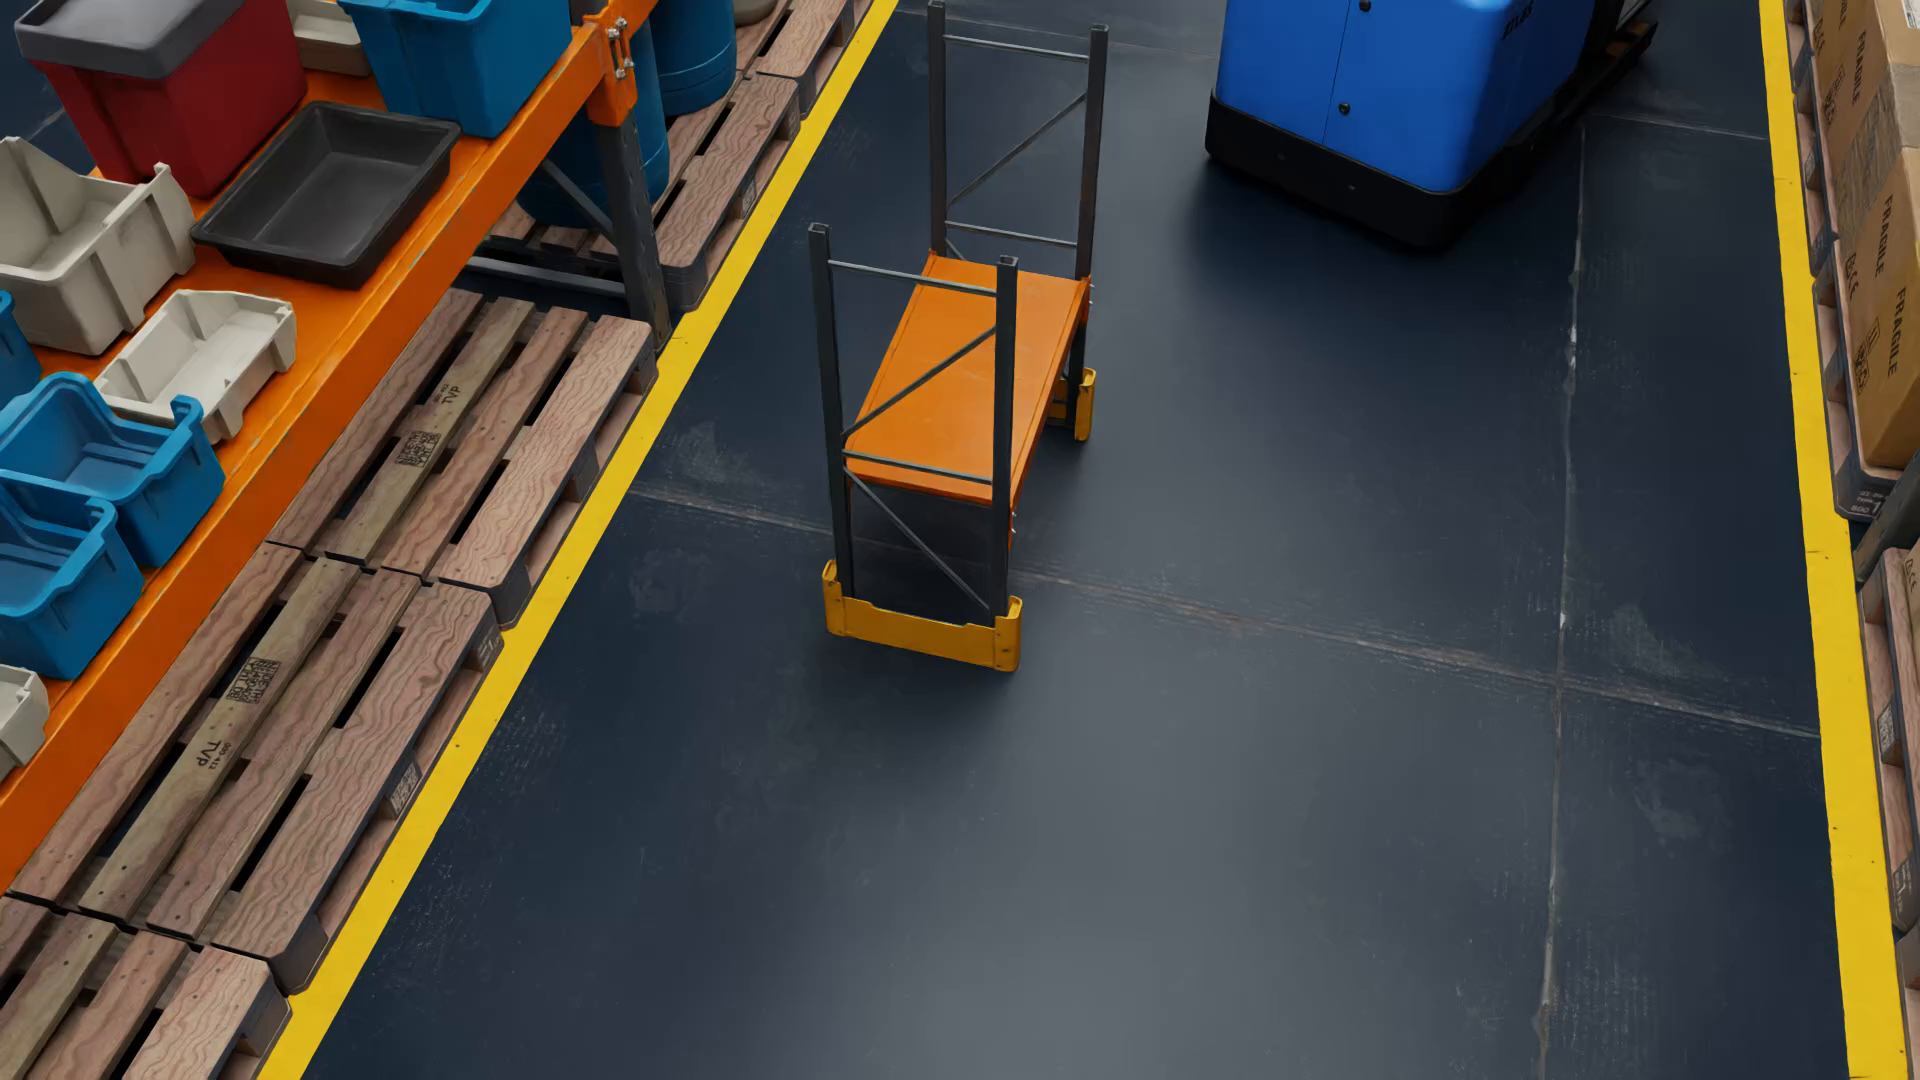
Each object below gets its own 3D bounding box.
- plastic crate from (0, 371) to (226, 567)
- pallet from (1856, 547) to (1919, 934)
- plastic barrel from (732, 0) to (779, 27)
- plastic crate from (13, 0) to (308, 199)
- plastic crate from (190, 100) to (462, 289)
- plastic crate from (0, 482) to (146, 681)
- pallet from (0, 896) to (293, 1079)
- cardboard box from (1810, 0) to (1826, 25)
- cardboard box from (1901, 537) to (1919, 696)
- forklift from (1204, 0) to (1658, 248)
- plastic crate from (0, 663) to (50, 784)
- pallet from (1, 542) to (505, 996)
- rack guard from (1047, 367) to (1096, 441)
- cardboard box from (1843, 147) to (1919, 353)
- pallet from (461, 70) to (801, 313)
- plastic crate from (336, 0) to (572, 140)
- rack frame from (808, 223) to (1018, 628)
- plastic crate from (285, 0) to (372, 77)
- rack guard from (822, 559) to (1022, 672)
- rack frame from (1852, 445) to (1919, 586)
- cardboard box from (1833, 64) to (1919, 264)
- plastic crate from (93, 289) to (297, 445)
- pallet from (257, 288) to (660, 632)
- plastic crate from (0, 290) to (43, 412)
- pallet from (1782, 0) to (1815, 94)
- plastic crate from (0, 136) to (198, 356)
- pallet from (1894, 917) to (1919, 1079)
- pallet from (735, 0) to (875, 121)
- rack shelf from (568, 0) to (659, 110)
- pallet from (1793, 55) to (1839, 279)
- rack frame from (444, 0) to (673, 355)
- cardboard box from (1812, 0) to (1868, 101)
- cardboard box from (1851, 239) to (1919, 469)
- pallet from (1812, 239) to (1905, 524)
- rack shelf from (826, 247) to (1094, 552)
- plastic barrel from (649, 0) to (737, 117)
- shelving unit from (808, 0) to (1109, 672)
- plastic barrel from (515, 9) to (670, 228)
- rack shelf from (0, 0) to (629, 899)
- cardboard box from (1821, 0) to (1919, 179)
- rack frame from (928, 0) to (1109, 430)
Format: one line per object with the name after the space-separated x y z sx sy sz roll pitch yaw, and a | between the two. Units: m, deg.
-1.762 -0.138 3.443 0.416 0.233 0.300 12 50 10 | plastic crate
3.078 0.615 4.566 1.003 0.211 1.213 12 50 10 | pallet
-0.937 -2.393 6.741 0.421 0.512 0.421 0 49 0 | plastic barrel
-1.995 -1.229 4.251 0.402 0.464 0.583 12 50 10 | plastic crate
-1.553 -0.850 4.143 0.437 0.125 0.590 12 50 10 | plastic crate
-1.841 0.079 3.252 0.416 0.233 0.300 12 50 10 | plastic crate
-2.316 1.443 3.836 1.003 0.211 1.213 12 50 10 | pallet
3.785 -2.363 6.709 0.500 0.500 0.500 10 49 9 | cardboard box
2.941 0.201 4.572 0.500 0.311 0.500 12 50 10 | cardboard box
2.272 -3.093 6.025 1.130 2.935 3.031 31 55 24 | forklift
-1.845 0.357 3.070 0.250 0.136 0.298 12 50 10 | plastic crate
-1.993 0.563 4.612 1.003 0.211 1.213 12 50 10 | pallet
0.151 -0.498 5.523 0.587 0.250 0.087 12 50 10 | rack guard
3.252 -0.892 5.410 0.500 0.500 0.500 12 50 10 | cardboard box
-1.274 -1.411 6.355 1.003 0.211 1.213 12 50 10 | pallet
-1.311 -1.394 4.450 0.392 0.384 0.575 12 50 10 | plastic crate
-0.111 -0.190 4.418 0.500 1.500 0.032 12 50 10 | rack frame
-1.778 -1.408 4.628 0.396 0.136 0.243 12 50 10 | plastic crate
-0.111 0.222 4.887 0.587 0.250 0.087 12 50 10 | rack guard
3.260 -0.804 3.959 1.000 3.000 0.127 12 50 10 | rack frame
3.384 -1.254 5.730 0.500 0.500 0.500 12 50 11 | cardboard box
-1.686 -0.398 3.736 0.293 0.136 0.466 12 50 10 | plastic crate
-1.674 -0.322 5.393 1.003 0.211 1.213 12 50 10 | pallet
-2.277 -0.391 3.666 0.416 0.233 0.300 12 50 10 | plastic crate
4.080 -2.242 7.088 1.003 0.211 1.213 12 50 10 | pallet
-2.097 -0.697 3.903 0.437 0.282 0.530 12 50 10 | plastic crate
2.759 1.501 3.785 1.003 0.211 1.213 12 50 10 | pallet
-0.955 -2.297 7.136 1.003 0.211 1.213 12 50 10 | pallet
-0.991 -2.993 6.370 1.077 0.370 4.000 12 50 10 | rack shelf
3.757 -1.362 6.312 1.003 0.211 1.213 12 50 10 | pallet
-1.518 -1.784 4.824 1.000 3.000 0.127 12 50 10 | rack frame
3.648 -2.001 6.389 0.500 0.500 0.500 11 49 10 | cardboard box
3.114 -0.536 5.096 0.500 0.500 0.500 11 50 10 | cardboard box
3.438 -0.477 5.530 1.003 0.211 1.213 12 50 10 | pallet
0.022 -0.439 4.877 0.538 0.185 1.000 12 50 10 | rack shelf
-1.172 -2.131 6.250 0.600 0.901 0.708 12 50 10 | plastic barrel
0.020 -0.551 4.736 0.587 1.500 1.083 12 50 10 | shelving unit
-1.358 -1.619 5.798 0.600 0.901 0.708 12 50 10 | plastic barrel
-2.044 -0.099 3.817 1.077 0.370 4.000 12 50 10 | rack shelf
3.516 -1.623 6.055 0.500 0.500 0.500 10 49 9 | cardboard box
0.156 -0.926 5.067 0.500 1.500 0.032 12 50 10 | rack frame
